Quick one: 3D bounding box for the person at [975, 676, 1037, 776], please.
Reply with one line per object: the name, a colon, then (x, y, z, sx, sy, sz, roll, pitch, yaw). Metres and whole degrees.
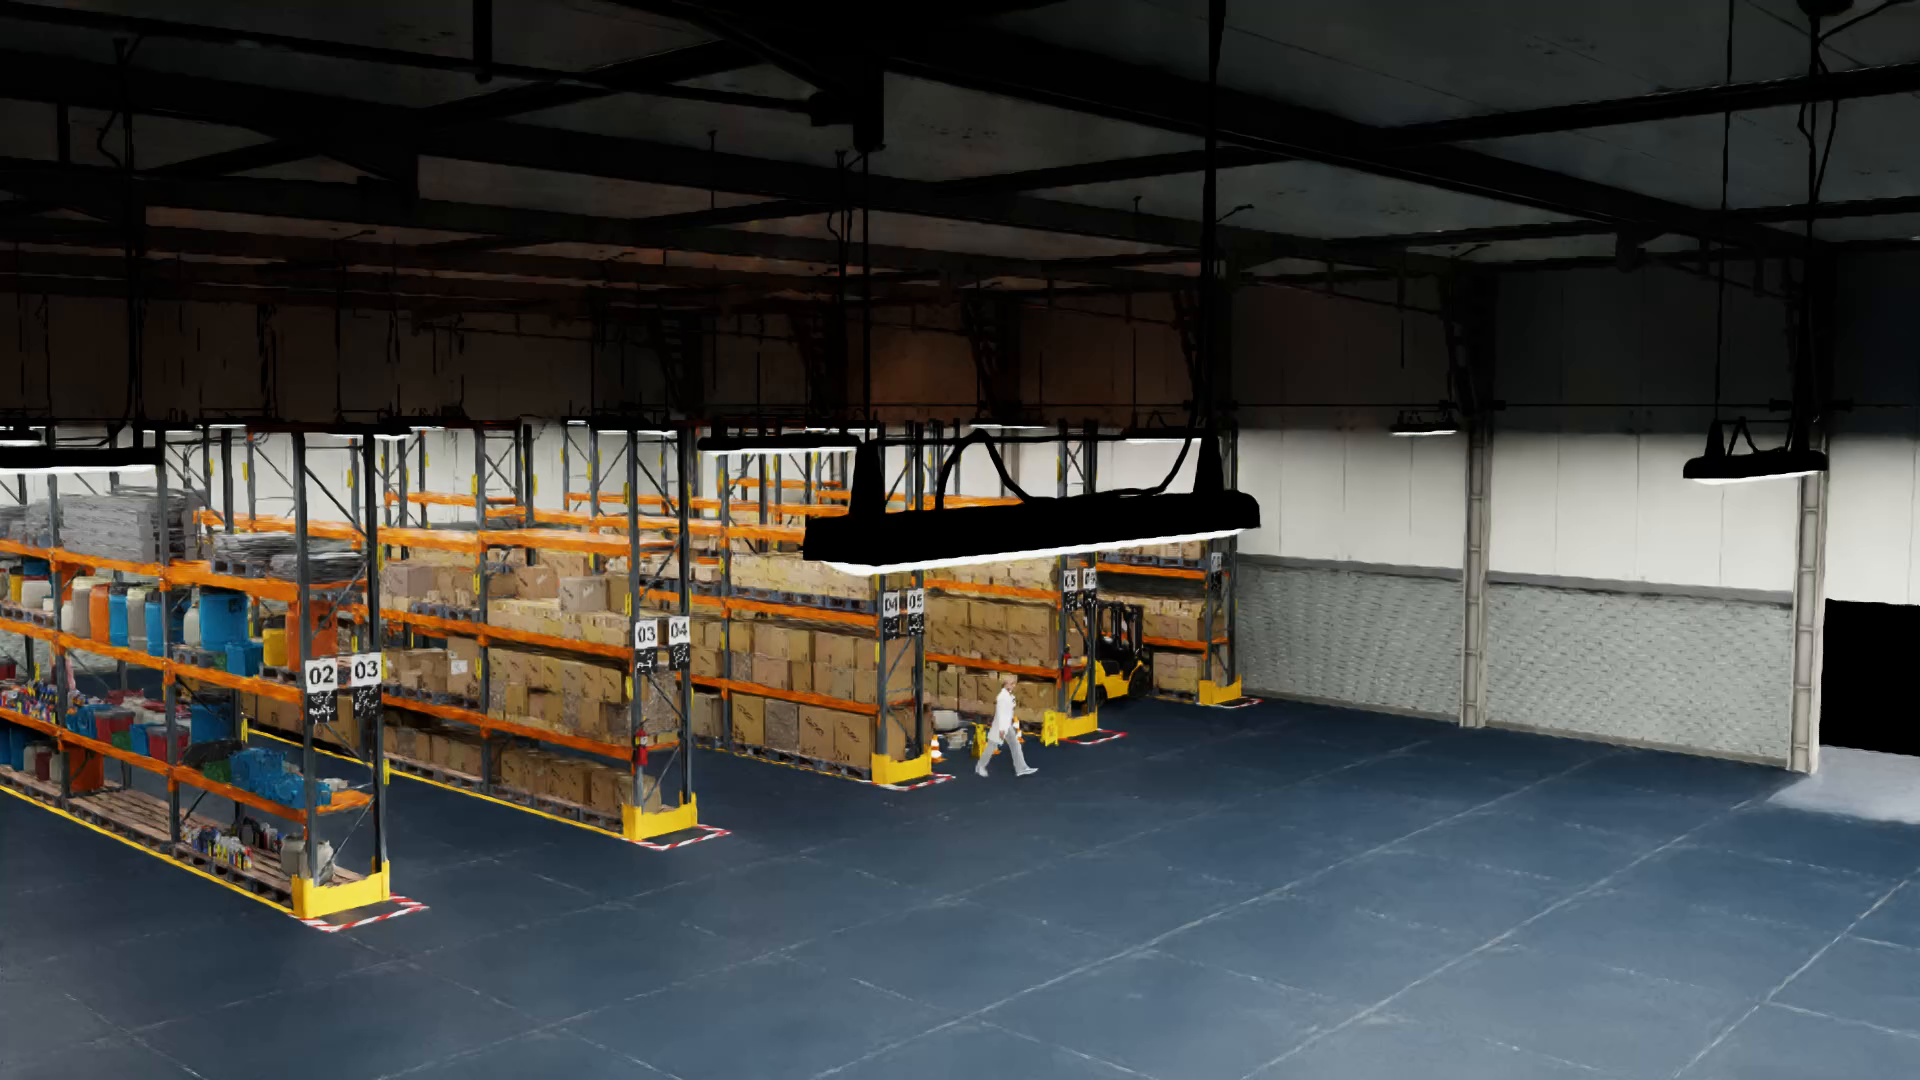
person: (0.765, 3.162, 28.256, 1.031, 1.735, 0.635, 2, 5, 20)

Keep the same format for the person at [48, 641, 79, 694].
person: (-19.530, 2.572, 36.101, 1.110, 1.590, 0.448, 5, 7, 44)
